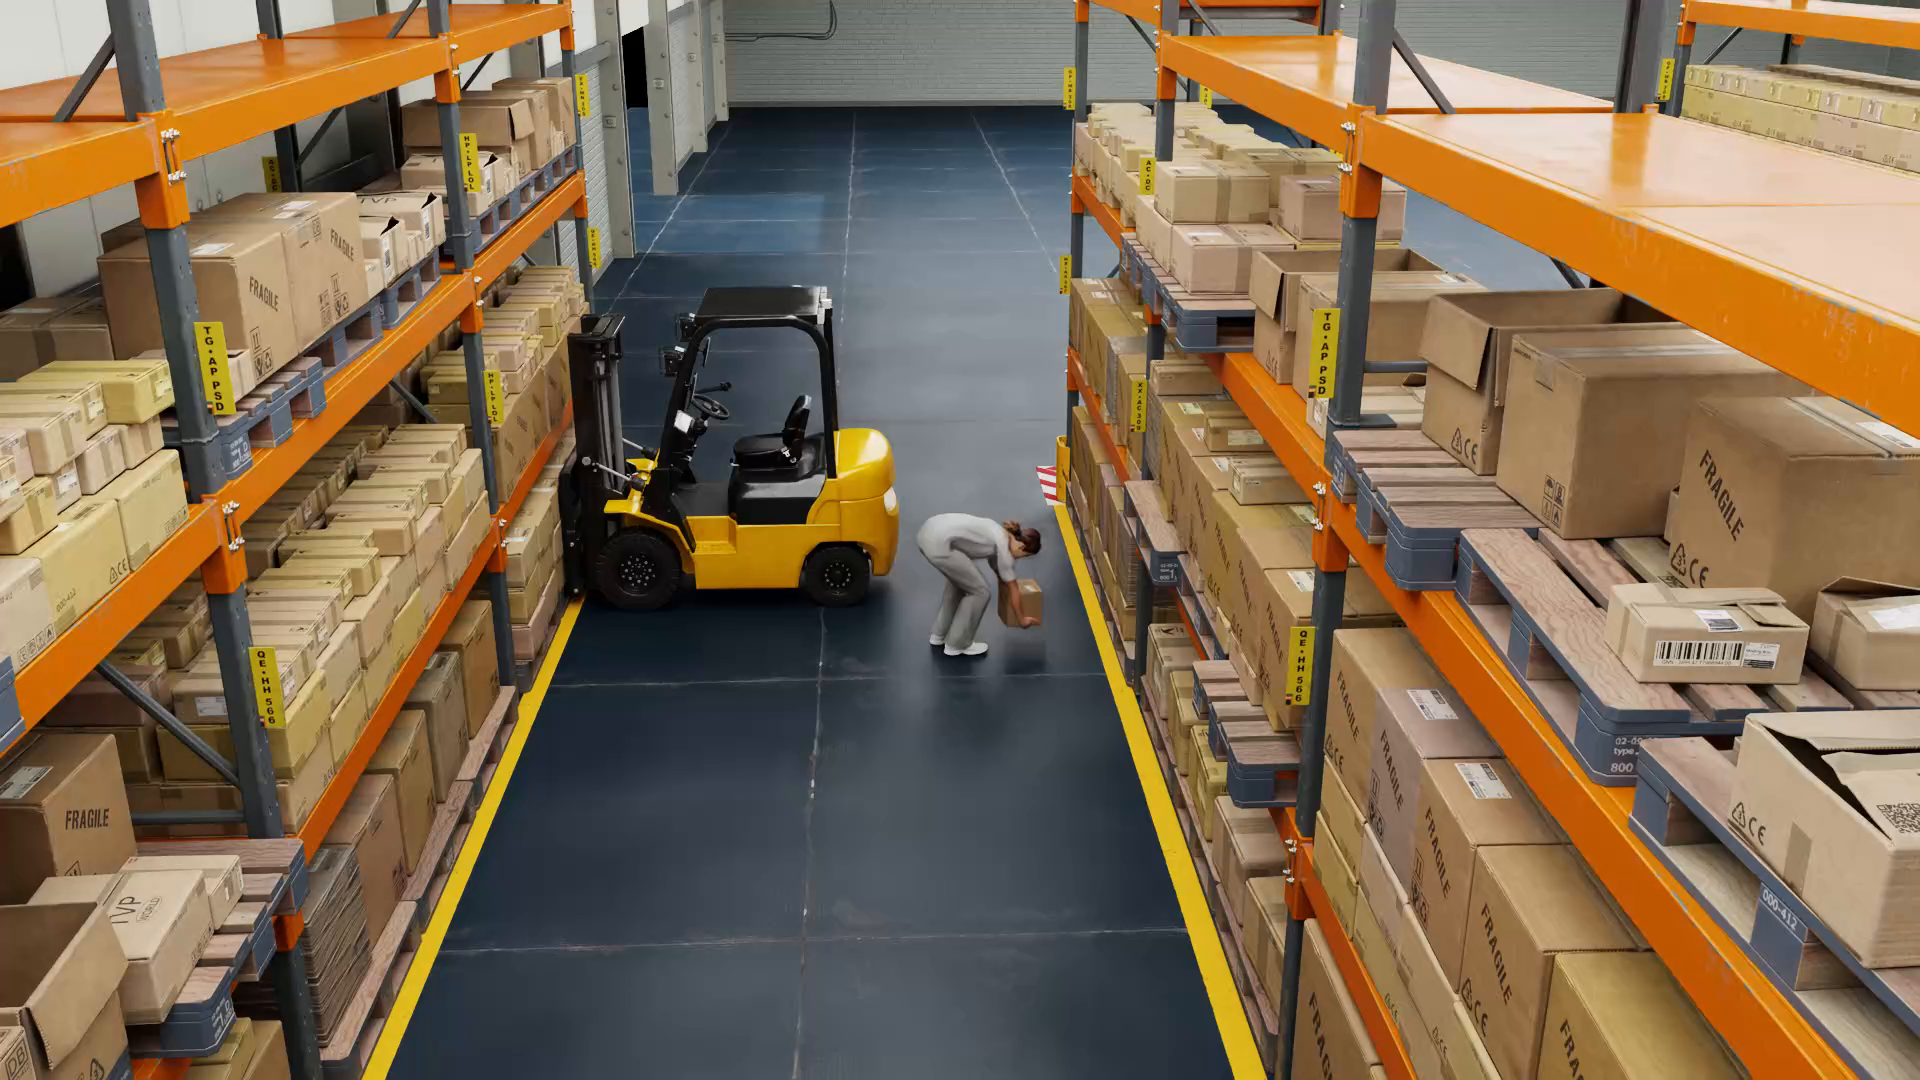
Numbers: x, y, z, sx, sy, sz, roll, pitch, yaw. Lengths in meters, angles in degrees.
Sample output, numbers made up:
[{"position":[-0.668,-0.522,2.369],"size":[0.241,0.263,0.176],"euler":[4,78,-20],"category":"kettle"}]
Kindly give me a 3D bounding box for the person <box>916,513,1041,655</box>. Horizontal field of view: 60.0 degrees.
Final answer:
[{"position":[0.136,0.271,11.357],"size":[0.859,0.972,0.450],"euler":[-6,21,-16],"category":"person"}]
